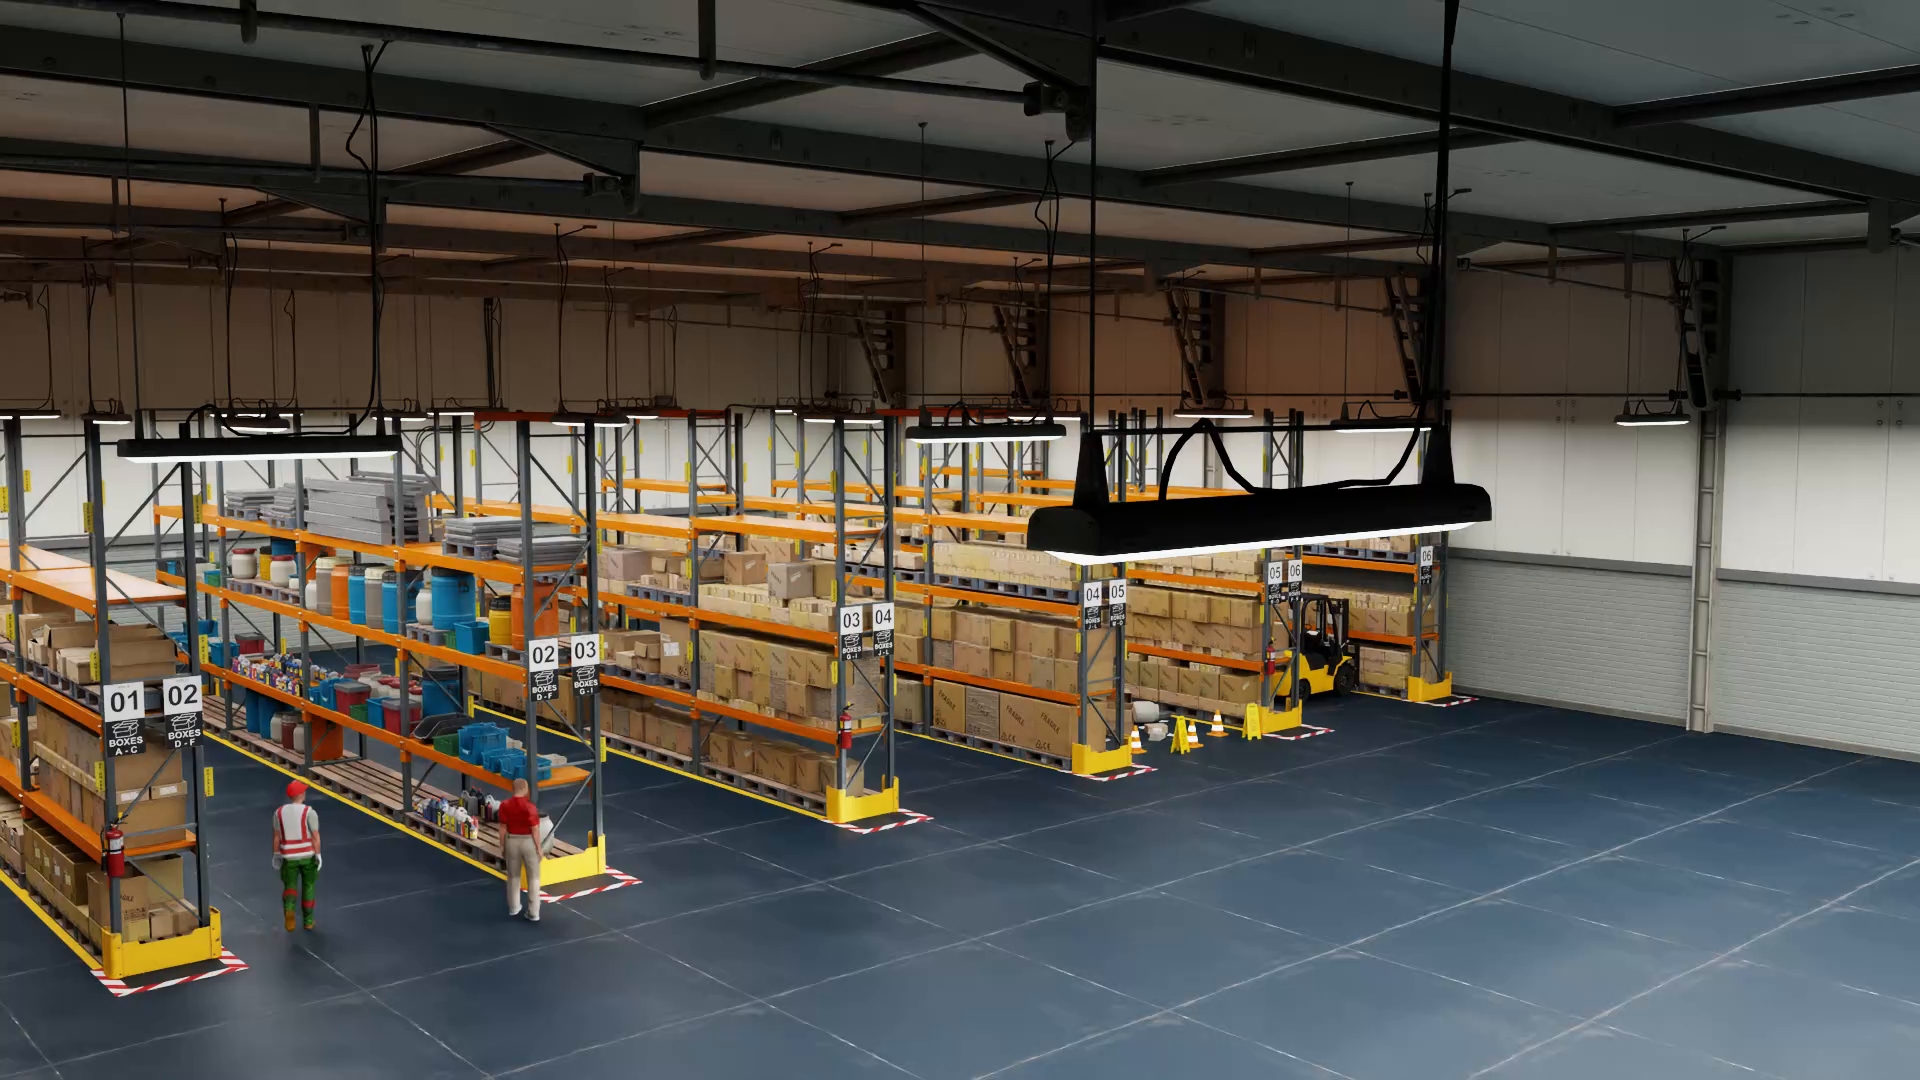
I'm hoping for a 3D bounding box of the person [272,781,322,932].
[{"bbox_3d":[-7.786,3.717,19.521,0.575,1.786,0.599,-1,5,-10],"label":"person"}]

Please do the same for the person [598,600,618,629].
[{"bbox_3d":[-8.683,1.919,41.021,0.550,1.737,0.377,-1,5,-14],"label":"person"}]

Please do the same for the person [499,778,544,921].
[{"bbox_3d":[-5.288,3.706,20.150,0.550,1.720,0.569,0,5,0],"label":"person"}]
